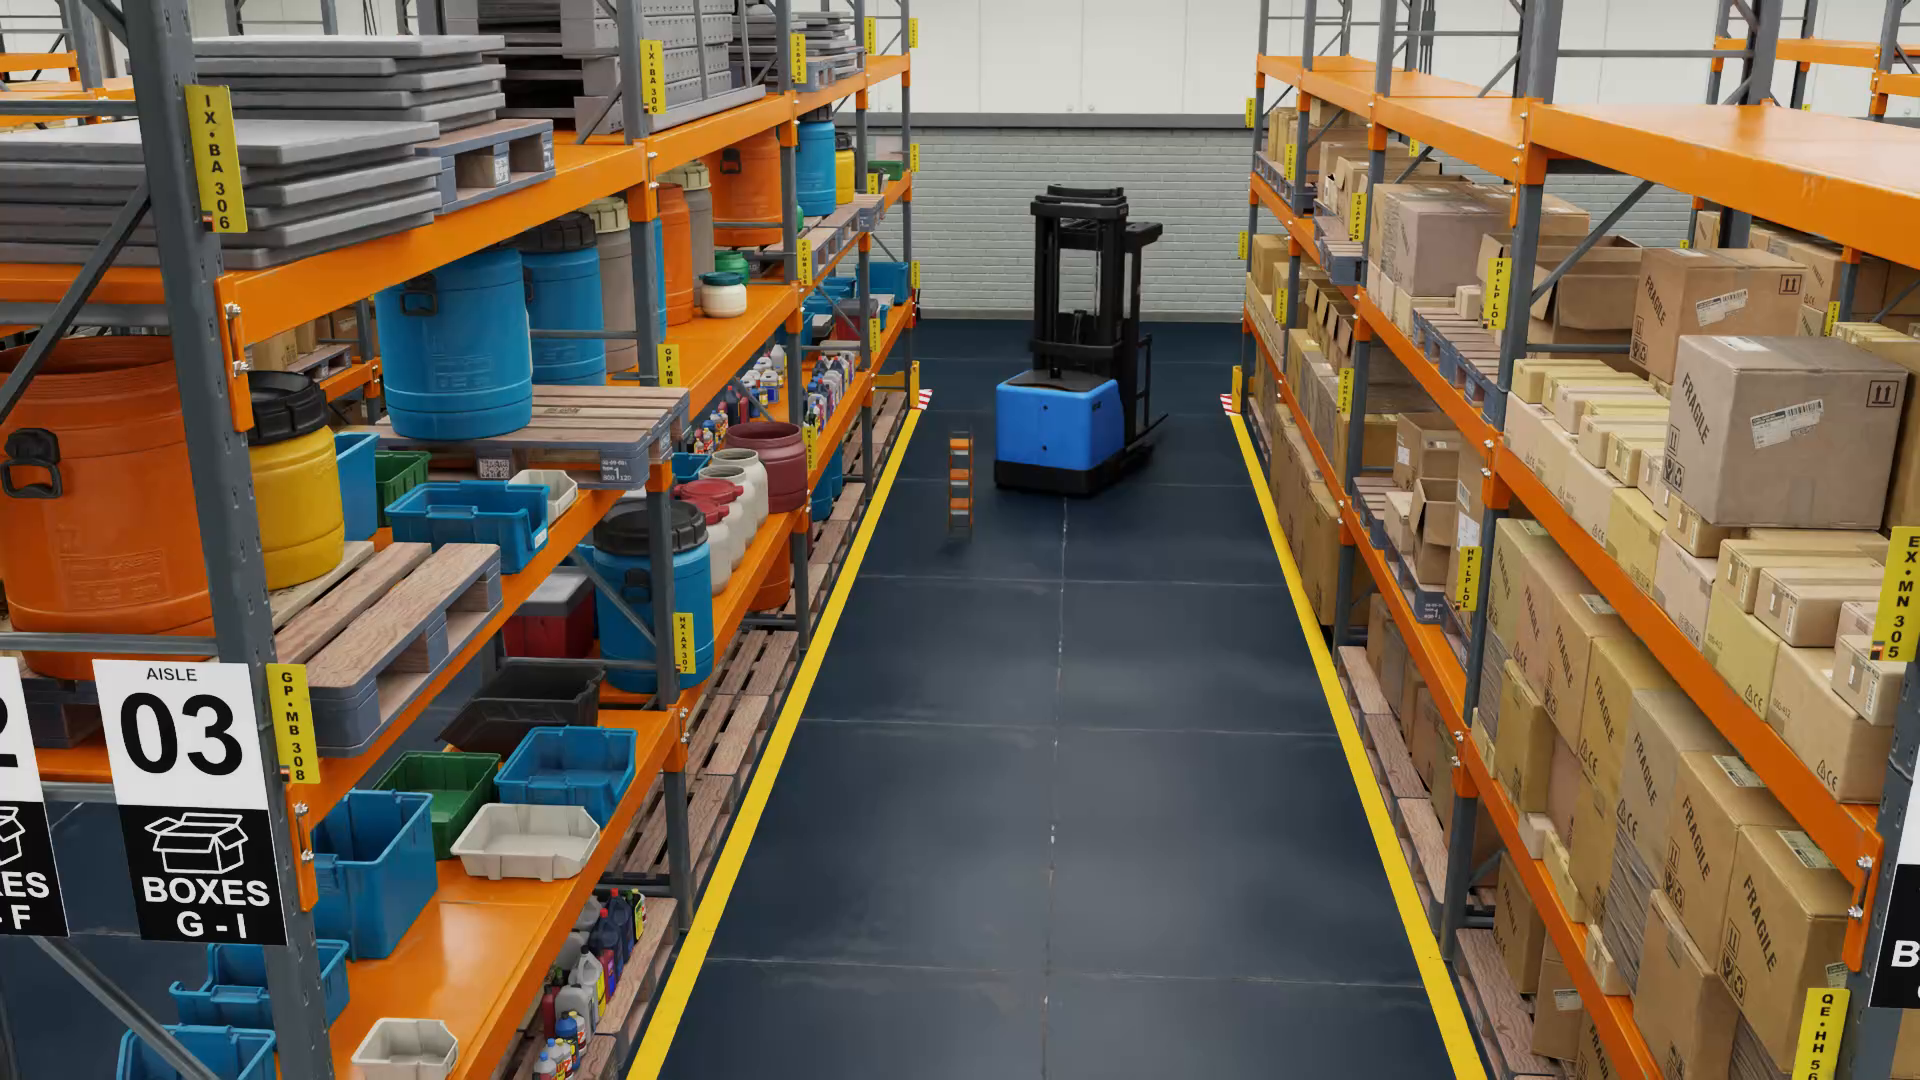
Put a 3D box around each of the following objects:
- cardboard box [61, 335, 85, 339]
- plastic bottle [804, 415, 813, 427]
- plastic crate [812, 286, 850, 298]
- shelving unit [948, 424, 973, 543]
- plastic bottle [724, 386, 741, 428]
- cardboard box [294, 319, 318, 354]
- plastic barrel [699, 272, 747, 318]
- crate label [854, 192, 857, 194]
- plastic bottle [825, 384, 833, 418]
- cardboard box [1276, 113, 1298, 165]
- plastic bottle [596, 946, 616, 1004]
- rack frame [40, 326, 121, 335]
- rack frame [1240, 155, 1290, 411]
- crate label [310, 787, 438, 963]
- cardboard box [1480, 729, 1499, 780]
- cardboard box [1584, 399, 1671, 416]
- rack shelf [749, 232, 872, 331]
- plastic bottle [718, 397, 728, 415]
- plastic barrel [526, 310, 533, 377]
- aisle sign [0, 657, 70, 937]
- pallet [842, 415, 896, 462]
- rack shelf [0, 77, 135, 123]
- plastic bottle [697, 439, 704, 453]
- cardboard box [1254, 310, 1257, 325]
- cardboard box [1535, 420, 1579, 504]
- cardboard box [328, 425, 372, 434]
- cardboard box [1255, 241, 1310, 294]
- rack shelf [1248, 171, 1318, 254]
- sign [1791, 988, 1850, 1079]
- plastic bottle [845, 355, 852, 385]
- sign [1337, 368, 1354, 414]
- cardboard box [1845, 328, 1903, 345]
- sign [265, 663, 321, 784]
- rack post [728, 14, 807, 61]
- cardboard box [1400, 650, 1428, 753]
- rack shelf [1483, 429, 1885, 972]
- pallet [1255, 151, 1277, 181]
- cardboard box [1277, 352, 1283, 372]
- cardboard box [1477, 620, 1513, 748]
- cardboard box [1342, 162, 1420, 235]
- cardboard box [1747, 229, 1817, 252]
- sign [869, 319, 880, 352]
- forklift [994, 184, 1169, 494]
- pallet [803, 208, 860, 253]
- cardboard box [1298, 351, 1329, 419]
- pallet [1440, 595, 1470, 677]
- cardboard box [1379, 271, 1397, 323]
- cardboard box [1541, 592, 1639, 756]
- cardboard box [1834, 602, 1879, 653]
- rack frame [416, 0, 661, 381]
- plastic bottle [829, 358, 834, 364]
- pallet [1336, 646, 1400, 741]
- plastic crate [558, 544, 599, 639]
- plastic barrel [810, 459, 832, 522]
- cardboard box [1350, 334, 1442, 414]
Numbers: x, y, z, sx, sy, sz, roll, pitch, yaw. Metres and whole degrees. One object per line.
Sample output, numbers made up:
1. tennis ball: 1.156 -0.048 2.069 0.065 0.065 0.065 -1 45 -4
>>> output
1. cardboard box: -10.739 -2.367 19.954 0.380 0.149 0.250 1 18 3
2. plastic bottle: -1.211 -0.861 13.247 0.061 0.283 0.133 1 18 4
3. plastic crate: -1.473 -2.765 19.042 0.416 0.233 0.300 1 18 4
4. shelving unit: 0.004 -0.516 15.137 0.215 1.050 0.252 1 18 4
5. plastic bottle: -1.915 -1.120 13.930 0.144 0.351 0.185 1 18 4
6. cardboard box: -6.564 -2.064 15.896 0.700 0.500 0.500 -5 19 -15
7. plastic barrel: -1.511 -1.564 10.612 0.301 0.262 0.301 0 18 0
8. crate label: -1.043 -3.293 16.088 0.293 0.136 0.466 1 18 4
9. plastic bottle: -1.132 -1.205 14.298 0.061 0.283 0.133 1 18 4
10. cardboard box: 3.728 -4.202 17.445 0.700 0.500 0.500 0 18 0
11. plastic bottle: -1.682 2.037 7.872 0.061 0.283 0.133 3 18 8
12. rack frame: -10.961 -3.311 20.536 1.000 3.000 0.127 1 18 4
13. rack frame: 3.861 -2.979 19.524 1.000 3.000 0.127 1 18 4
14. crate label: -2.364 1.285 6.453 0.502 0.435 0.616 1 18 4
15. cardboard box: 2.654 1.005 7.769 0.380 0.149 0.250 1 18 4
16. cardboard box: 2.704 -0.456 6.608 0.380 0.149 0.250 2 18 6
17. rack shelf: -1.510 -2.309 13.819 1.077 0.370 4.000 1 18 4
18. plastic bottle: -1.967 -1.039 13.792 0.061 0.283 0.133 1 18 4
19. plastic barrel: -2.166 -0.911 7.542 0.421 0.512 0.421 0 18 0
20. aisle sign: -2.528 0.660 4.243 0.394 0.787 0.004 1 18 4
21. pallet: -1.267 -1.131 18.363 1.003 0.211 1.213 1 18 4
22. rack shelf: -6.450 -3.657 13.755 1.077 0.370 4.000 1 18 4
23. plastic bottle: -2.023 -0.681 12.830 0.097 0.201 0.097 0 18 0
24. cardboard box: 3.434 -2.437 18.275 0.380 0.149 0.250 1 18 3
25. cardboard box: 2.680 -0.308 6.795 0.500 0.250 0.500 1 18 3
26. cardboard box: -6.056 -0.820 16.244 0.500 0.500 0.500 1 18 4
27. cardboard box: 3.490 -2.946 17.982 0.500 0.500 0.500 1 18 2
28. rack shelf: 3.717 -3.441 17.273 1.077 0.370 4.000 1 18 4
29. sign: 2.162 1.271 4.186 0.100 0.325 0.005 1 18 4
30. plastic bottle: -1.043 -1.589 15.470 0.061 0.283 0.133 1 18 4
31. sign: 2.733 -1.056 11.795 0.100 0.325 0.005 1 18 4
32. cardboard box: 8.013 -1.758 14.573 0.380 0.149 0.250 2 18 5
33. sign: -1.678 0.464 4.186 0.100 0.325 0.005 1 18 4
34. rack post: -1.642 -3.646 12.046 0.954 0.300 0.937 1 18 4
35. cardboard box: 3.198 1.042 10.561 0.700 0.500 0.500 3 18 9
36. rack shelf: 2.857 0.286 5.899 1.077 0.370 4.000 1 18 4
37. pallet: 3.818 -4.132 18.367 1.003 0.211 1.213 1 18 4
38. cardboard box: 3.269 -1.719 16.083 0.380 0.149 0.250 1 18 4
39. cardboard box: 2.907 0.698 7.665 0.875 0.500 0.500 1 18 4
40. cardboard box: 3.233 -2.628 12.800 0.500 0.500 0.500 2 18 7
41. cardboard box: 8.381 -2.891 17.012 0.500 0.500 0.500 1 18 2
42. sign: -0.818 -1.966 15.987 0.100 0.325 0.005 1 18 4
43. forklift: 1.432 -2.259 17.438 1.130 2.935 3.031 8 20 24
44. pallet: -1.403 -2.585 13.807 1.003 0.211 1.213 1 18 4
45. cardboard box: 3.220 -1.335 14.347 0.500 0.500 0.500 1 18 3
46. pallet: 3.200 0.605 8.894 1.003 0.211 1.213 1 18 4
47. cardboard box: 2.962 -1.549 10.583 0.500 0.250 0.500 2 18 5
48. cardboard box: 2.644 0.529 6.575 0.500 0.500 0.500 1 18 4
49. cardboard box: 2.558 0.275 4.376 0.380 0.149 0.250 1 18 2
50. rack frame: -1.940 -2.213 7.553 1.000 3.000 0.127 1 18 4
51. plastic bottle: -1.198 -1.620 15.696 0.097 0.201 0.097 0 18 0
52. pallet: 3.230 1.074 11.635 1.003 0.211 1.213 1 18 4
53. plastic crate: -2.171 0.296 9.556 0.392 0.384 0.575 1 18 4
54. plastic barrel: -1.473 -0.661 15.145 0.600 0.901 0.708 1 18 4
55. cardboard box: 3.356 -1.245 12.461 0.797 0.503 0.637 2 18 6
